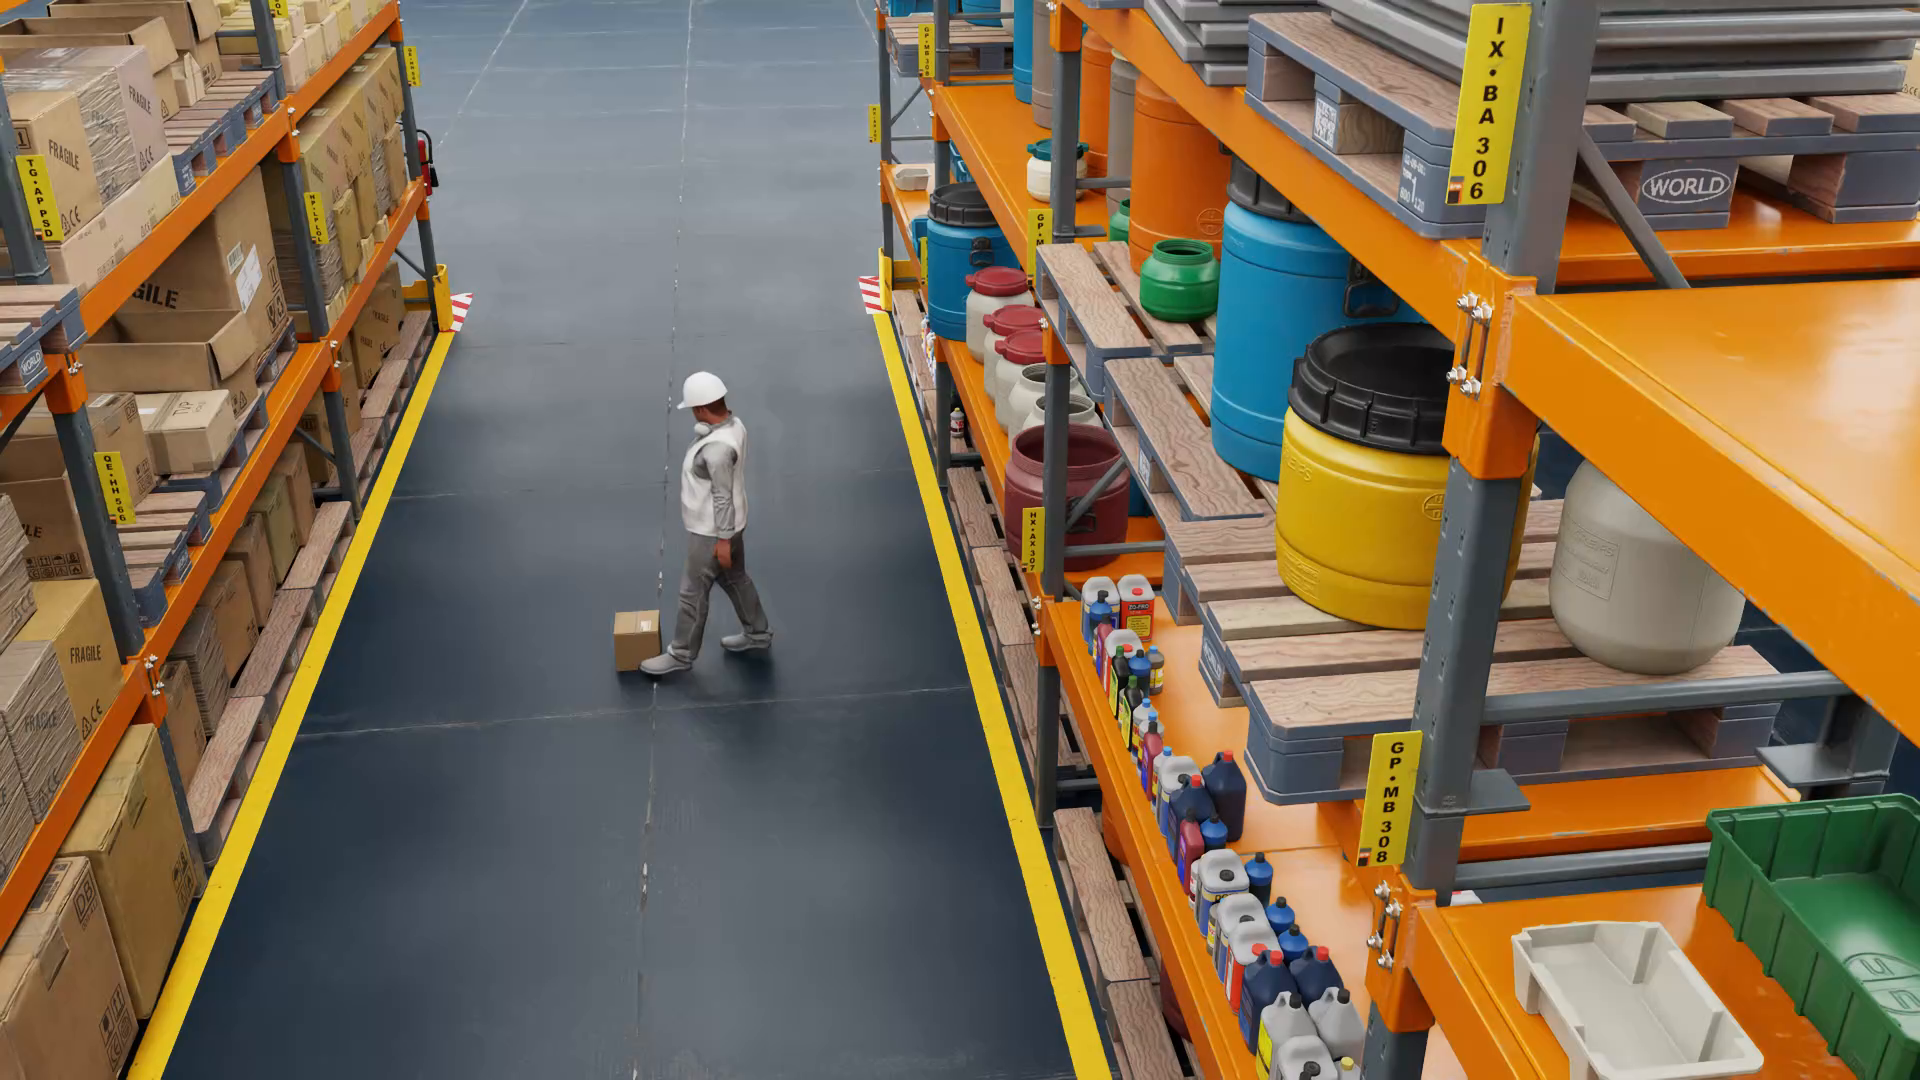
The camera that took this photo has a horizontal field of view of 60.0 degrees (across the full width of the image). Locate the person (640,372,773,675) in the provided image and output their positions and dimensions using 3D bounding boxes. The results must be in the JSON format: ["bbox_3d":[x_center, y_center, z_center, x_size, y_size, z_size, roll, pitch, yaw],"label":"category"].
[{"bbox_3d":[-1.451,-0.109,9.262,0.736,1.747,0.572,0,27,0],"label":"person"}]
